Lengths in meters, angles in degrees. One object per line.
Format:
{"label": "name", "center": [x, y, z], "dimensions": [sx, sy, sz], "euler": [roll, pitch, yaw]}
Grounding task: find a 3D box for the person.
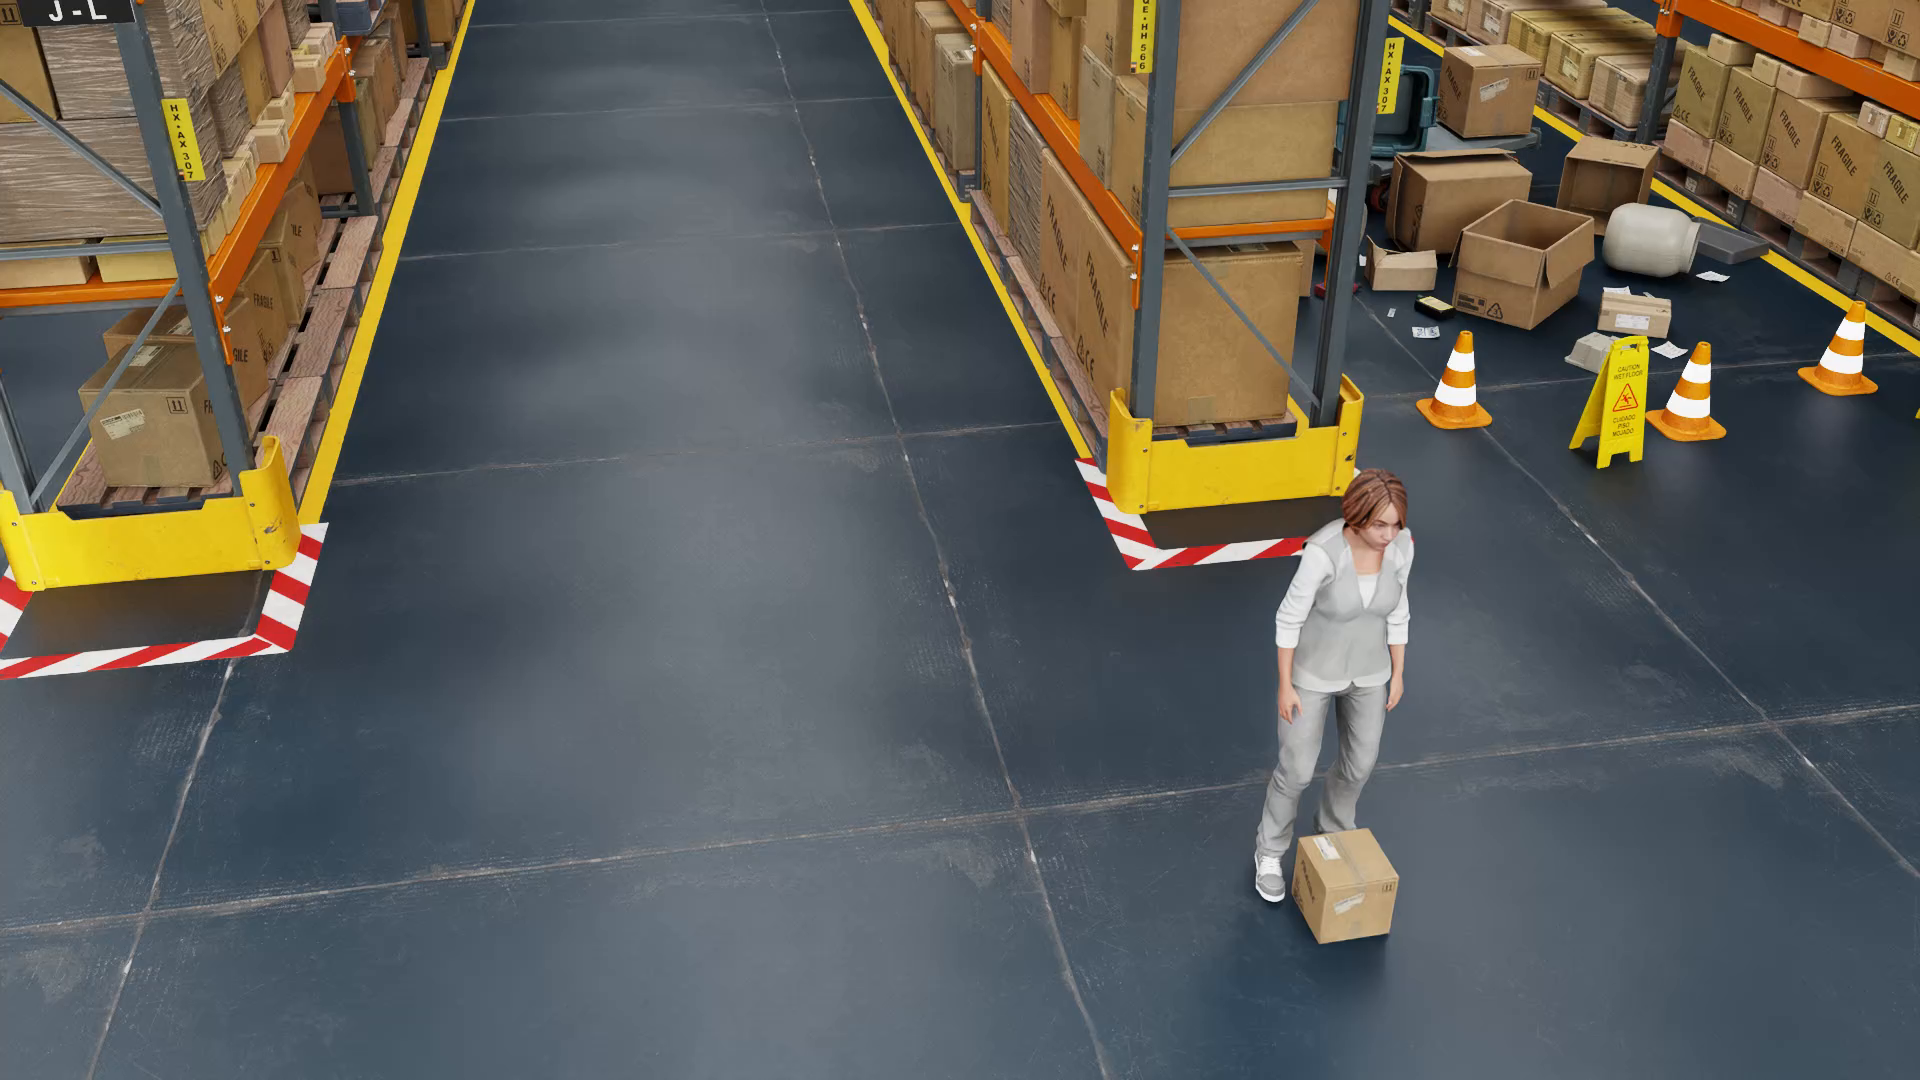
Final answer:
{"label": "person", "center": [1.222, 0.454, 5.391], "dimensions": [0.462, 1.593, 0.339], "euler": [-6, 32, -11]}
